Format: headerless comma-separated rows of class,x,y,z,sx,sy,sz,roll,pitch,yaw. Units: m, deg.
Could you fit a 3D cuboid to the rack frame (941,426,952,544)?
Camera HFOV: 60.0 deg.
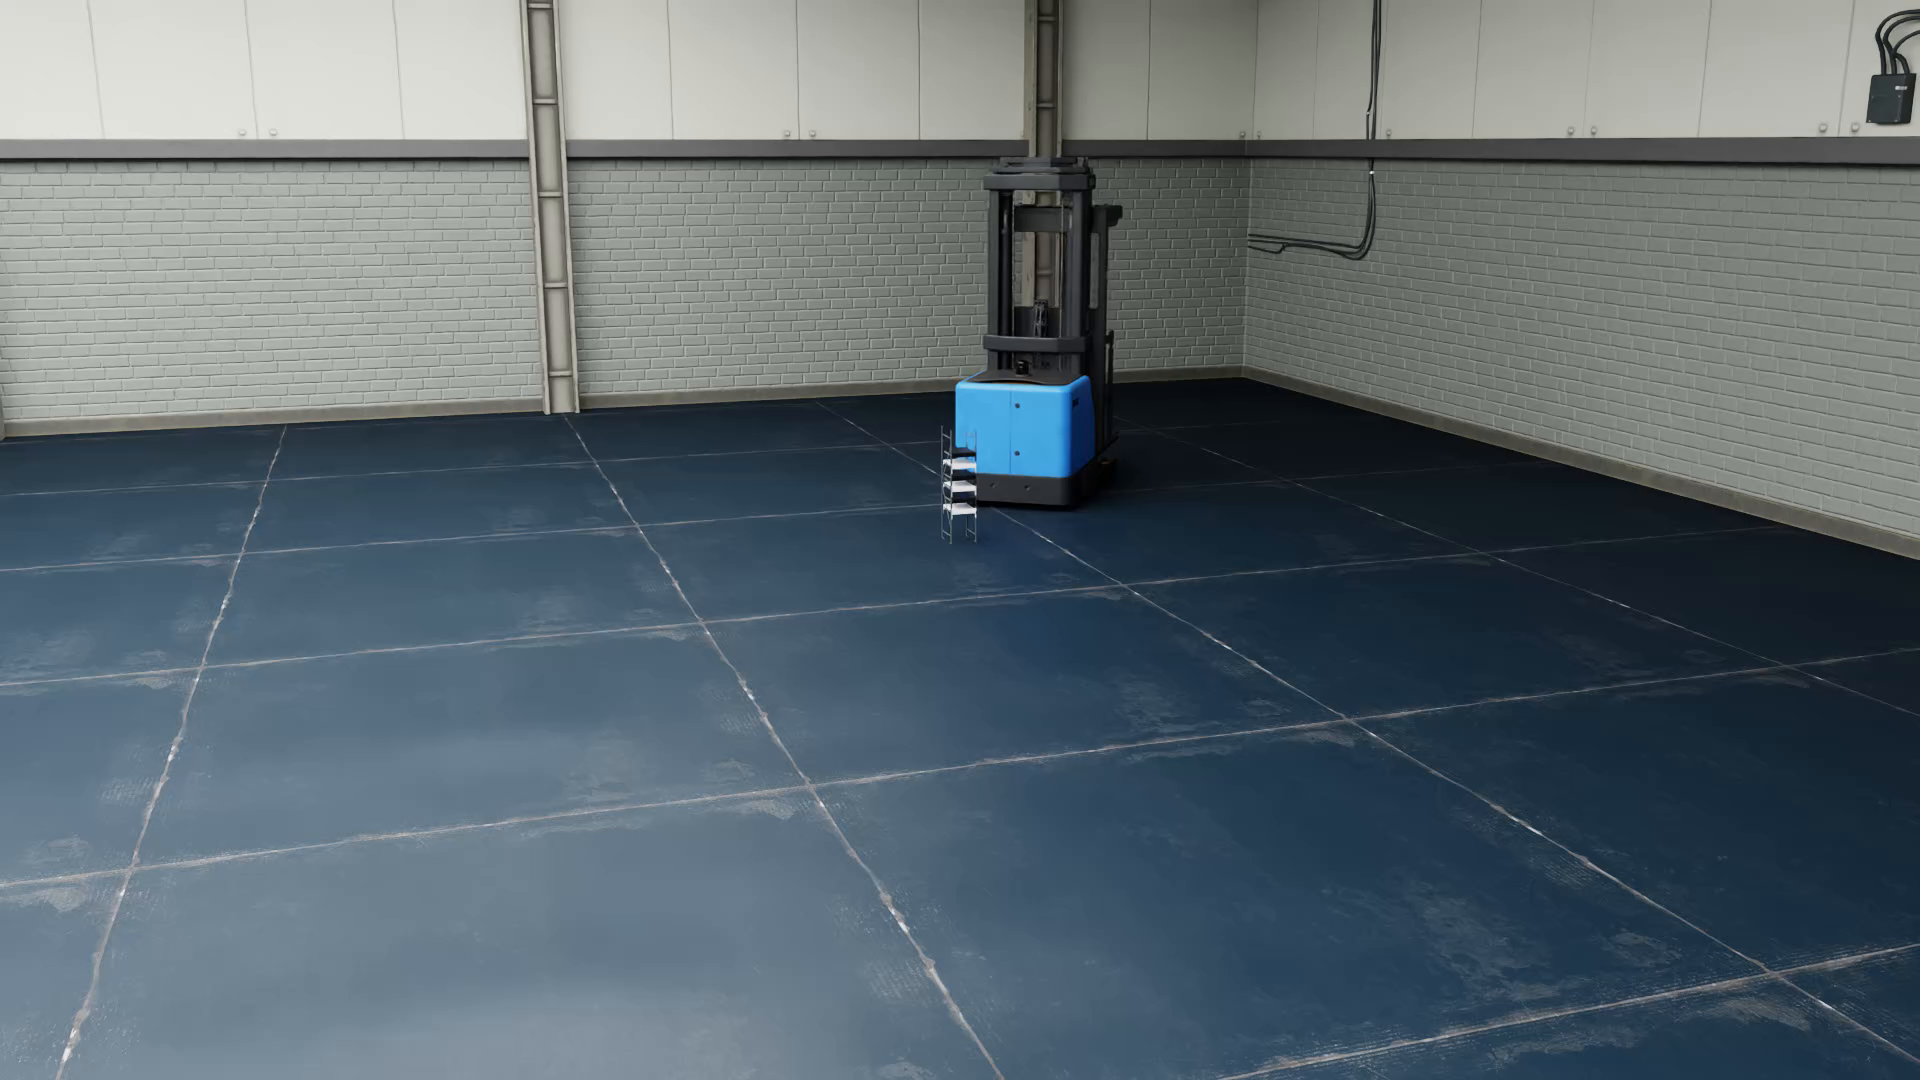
rack frame,-0.104,-0.430,13.005,0.006,0.900,0.240,-4,14,-18

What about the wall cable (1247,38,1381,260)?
wall cable,4.237,-4.741,20.338,0.112,2.526,3.097,-4,14,-18

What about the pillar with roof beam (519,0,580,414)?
pillar with roof beam,-3.291,-4.937,14.453,0.400,9.000,9.100,-4,14,-18

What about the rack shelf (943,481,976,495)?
rack shelf,-0.008,-0.405,13.044,0.200,0.077,0.258,-4,14,-18

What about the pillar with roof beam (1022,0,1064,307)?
pillar with roof beam,2.396,-5.380,16.315,0.400,9.000,9.100,-4,14,-18

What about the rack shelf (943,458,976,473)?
rack shelf,-0.008,-0.580,13.002,0.200,0.077,0.258,-4,14,-18

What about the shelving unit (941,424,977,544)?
shelving unit,-0.008,-0.437,13.036,0.210,0.900,0.258,-4,14,-18

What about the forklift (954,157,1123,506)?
forklift,0.854,-2.012,15.267,1.130,2.935,3.031,4,14,16

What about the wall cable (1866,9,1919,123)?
wall cable,7.250,-5.823,10.827,0.169,6.003,2.305,-4,14,-18

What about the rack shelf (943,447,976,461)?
rack shelf,-0.008,-0.667,12.981,0.200,0.077,0.258,-4,14,-18

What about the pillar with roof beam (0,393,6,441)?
pillar with roof beam,-8.977,-4.494,12.591,0.400,9.000,9.100,-4,14,-18

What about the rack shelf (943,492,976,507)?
rack shelf,-0.008,-0.317,13.065,0.200,0.077,0.258,-4,14,-18

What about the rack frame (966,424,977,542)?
rack frame,0.089,-0.445,13.068,0.006,0.900,0.240,-4,14,-18

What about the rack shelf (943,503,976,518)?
rack shelf,-0.008,-0.230,13.086,0.200,0.077,0.258,-4,14,-18

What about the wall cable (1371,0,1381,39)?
wall cable,5.100,-6.605,17.259,0.112,2.526,3.097,-4,14,-18

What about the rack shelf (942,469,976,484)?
rack shelf,-0.008,-0.492,13.023,0.200,0.077,0.258,-4,14,-18
